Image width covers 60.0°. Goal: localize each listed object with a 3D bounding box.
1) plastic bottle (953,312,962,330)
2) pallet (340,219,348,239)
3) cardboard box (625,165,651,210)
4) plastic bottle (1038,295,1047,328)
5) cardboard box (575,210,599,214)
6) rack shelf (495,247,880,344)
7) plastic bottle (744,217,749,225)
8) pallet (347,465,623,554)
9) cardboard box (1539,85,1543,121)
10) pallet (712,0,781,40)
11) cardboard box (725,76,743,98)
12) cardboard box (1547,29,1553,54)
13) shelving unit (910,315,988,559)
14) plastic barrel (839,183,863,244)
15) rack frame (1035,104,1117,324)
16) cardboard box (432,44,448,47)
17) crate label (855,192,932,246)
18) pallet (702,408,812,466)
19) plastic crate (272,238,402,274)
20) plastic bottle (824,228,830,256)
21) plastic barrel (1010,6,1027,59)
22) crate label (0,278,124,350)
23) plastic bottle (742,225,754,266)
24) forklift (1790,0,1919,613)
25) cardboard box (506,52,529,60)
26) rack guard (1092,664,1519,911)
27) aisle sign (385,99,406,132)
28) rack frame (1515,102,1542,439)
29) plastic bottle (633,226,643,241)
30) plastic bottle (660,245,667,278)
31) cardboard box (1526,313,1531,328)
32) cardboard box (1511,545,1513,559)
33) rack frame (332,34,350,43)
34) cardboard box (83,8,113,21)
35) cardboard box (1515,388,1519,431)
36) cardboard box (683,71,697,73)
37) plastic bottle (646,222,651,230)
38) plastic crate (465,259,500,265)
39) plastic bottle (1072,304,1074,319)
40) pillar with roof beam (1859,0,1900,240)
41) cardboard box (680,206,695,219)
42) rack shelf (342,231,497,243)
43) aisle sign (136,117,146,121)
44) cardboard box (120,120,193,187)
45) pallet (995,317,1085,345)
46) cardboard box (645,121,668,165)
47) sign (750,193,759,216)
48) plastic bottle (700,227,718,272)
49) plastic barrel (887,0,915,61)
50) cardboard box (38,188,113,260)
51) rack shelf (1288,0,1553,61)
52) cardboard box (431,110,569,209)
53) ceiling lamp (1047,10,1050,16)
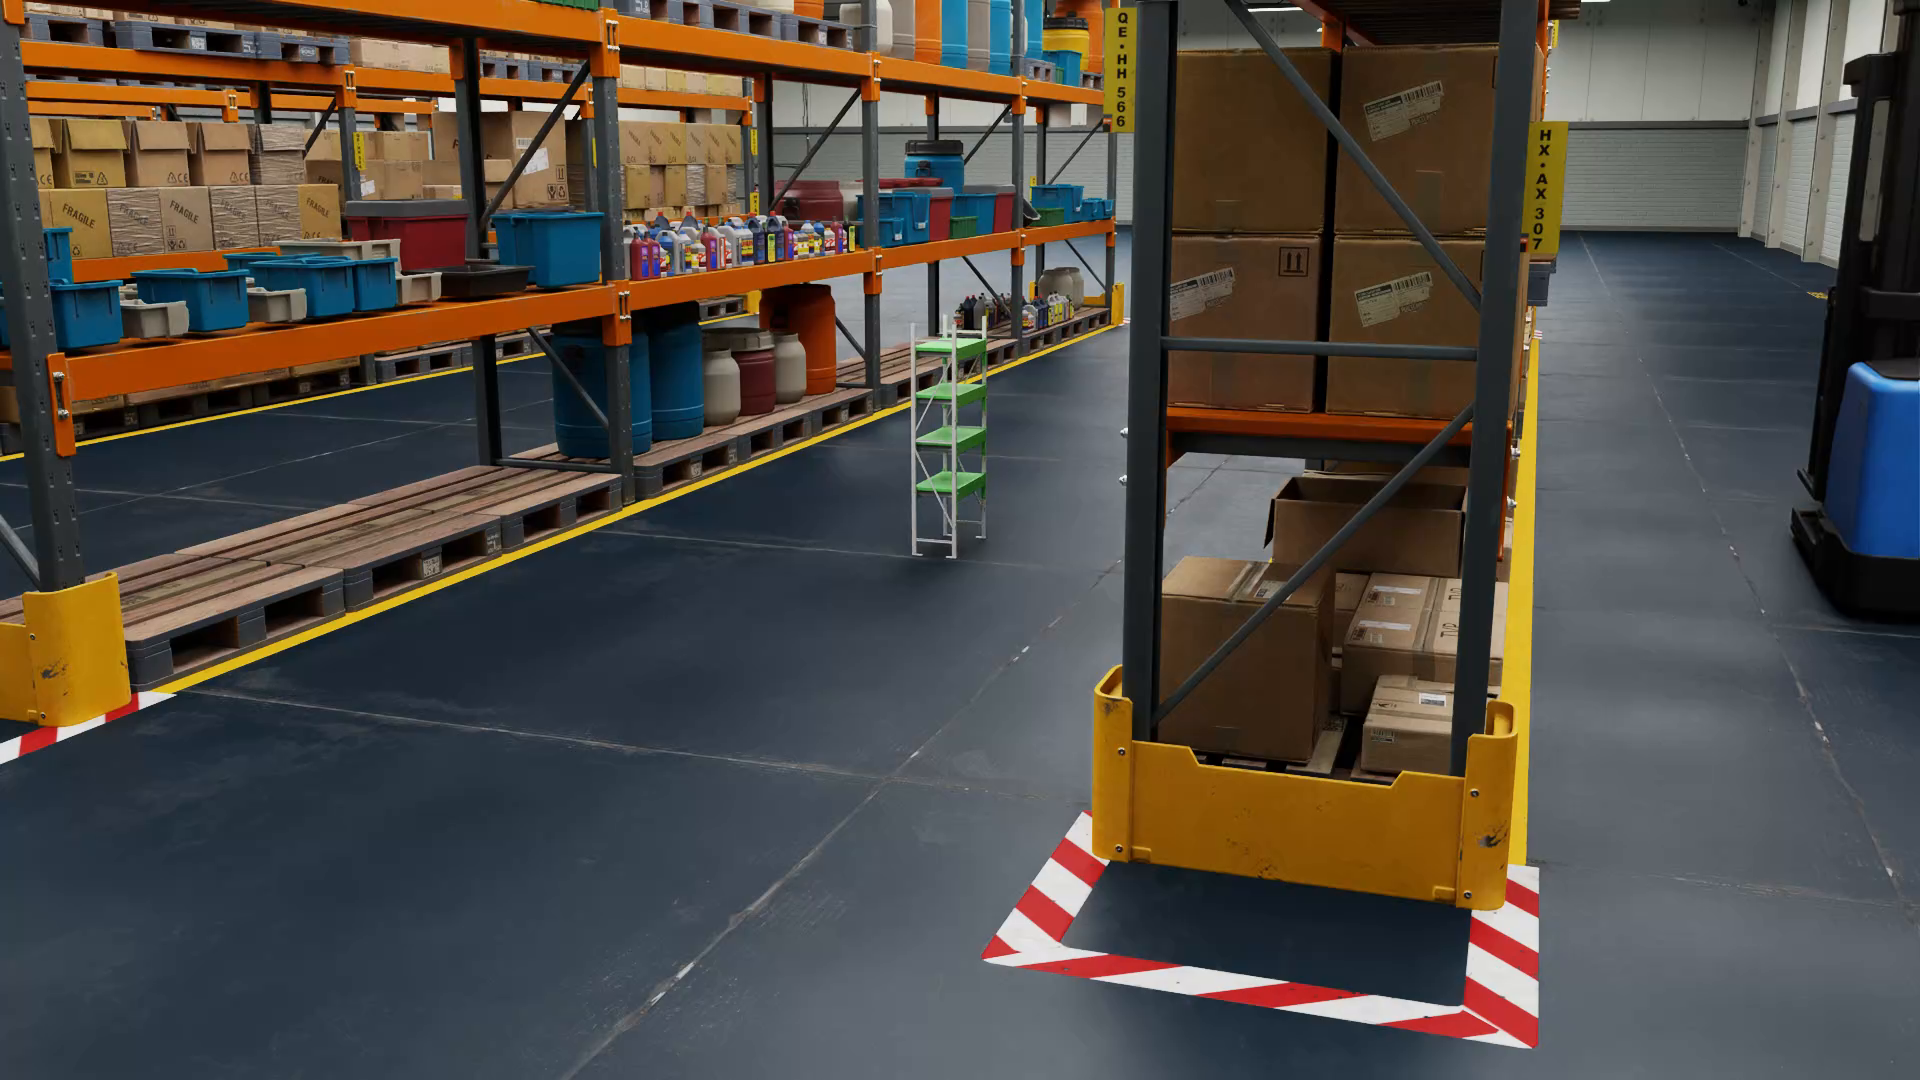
[{"bbox_3d":[-0.023,-2.340,17.798,0.097,0.201,0.097,0,13,0],"label":"plastic bottle"},{"bbox_3d":[-5.697,-2.969,15.688,1.213,0.211,1.003,4,14,18],"label":"pallet"},{"bbox_3d":[-4.133,-4.134,19.467,0.875,0.500,0.500,4,14,18],"label":"cardboard box"},{"bbox_3d":[0.869,-2.494,18.136,0.144,0.351,0.185,4,13,16],"label":"plastic bottle"},{"bbox_3d":[-4.178,-3.648,18.797,0.380,0.149,0.250,4,14,18],"label":"cardboard box"},{"bbox_3d":[-1.787,-1.777,11.648,1.077,0.370,4.000,4,14,18],"label":"rack shelf"},{"bbox_3d":[-1.649,-2.396,13.032,0.097,0.271,0.097,0,13,0],"label":"plastic bottle"},{"bbox_3d":[-2.635,-0.189,9.343,1.003,0.211,1.213,4,14,18],"label":"pallet"},{"bbox_3d":[2.170,-1.652,7.013,0.500,0.500,0.500,4,13,17],"label":"cardboard box"},{"bbox_3d":[-1.909,-3.488,11.211,1.003,0.211,1.213,4,14,18],"label":"pallet"},{"bbox_3d":[-3.154,-5.859,21.513,0.500,0.250,0.500,5,14,20],"label":"cardboard box"},{"bbox_3d":[5.831,-5.189,17.182,0.500,0.311,0.500,6,14,25],"label":"cardboard box"},{"bbox_3d":[-0.054,-0.550,8.702,0.258,1.200,0.503,4,14,18],"label":"shelving unit"},{"bbox_3d":[-1.009,-2.835,14.417,0.421,0.512,0.421,0,13,0],"label":"plastic barrel"},{"bbox_3d":[1.449,-4.233,20.793,1.000,3.000,0.127,4,14,18],"label":"rack frame"},{"bbox_3d":[-5.107,-4.953,15.860,0.500,0.500,0.500,4,13,17],"label":"cardboard box"},{"bbox_3d":[-0.563,-2.755,14.240,0.502,0.435,0.616,4,14,18],"label":"crate label"},{"bbox_3d":[-1.752,-0.764,11.861,1.003,0.211,1.213,4,14,18],"label":"pallet"},{"bbox_3d":[-3.102,-1.370,8.379,0.437,0.282,0.530,4,14,18],"label":"plastic crate"},{"bbox_3d":[-1.028,-2.244,12.524,0.097,0.201,0.097,0,13,0],"label":"plastic bottle"},{"bbox_3d":[0.480,-5.189,17.045,0.421,0.512,0.421,0,13,0],"label":"plastic barrel"},{"bbox_3d":[-3.337,-0.840,6.169,0.416,0.233,0.303,4,14,18],"label":"crate label"},{"bbox_3d":[-1.454,-2.000,11.300,0.097,0.271,0.097,0,13,0],"label":"plastic bottle"},{"bbox_3d":[4.936,-1.336,8.256,1.130,2.935,3.031,5,14,20],"label":"forklift"},{"bbox_3d":[-4.742,-5.144,17.401,0.396,0.266,0.258,5,14,20],"label":"cardboard box"},{"bbox_3d":[0.982,0.696,4.815,1.175,0.500,0.348,4,14,18],"label":"rack guard"},{"bbox_3d":[-8.159,-6.272,23.884,0.394,0.787,0.004,4,14,18],"label":"aisle sign"},{"bbox_3d":[3.546,-2.191,11.847,1.000,3.000,0.127,4,14,18],"label":"rack frame"},{"bbox_3d":[-2.163,-1.956,11.107,0.097,0.271,0.097,0,13,0],"label":"plastic bottle"},{"bbox_3d":[-1.849,-1.710,10.184,0.097,0.201,0.097,0,13,0],"label":"plastic bottle"},{"bbox_3d":[4.488,-1.745,13.866,0.500,0.311,0.500,4,14,18],"label":"cardboard box"},{"bbox_3d":[2.271,0.050,7.445,0.380,0.149,0.250,4,14,18],"label":"cardboard box"},{"bbox_3d":[-5.826,-5.830,14.308,1.000,3.000,0.127,4,14,18],"label":"rack frame"},{"bbox_3d":[-6.497,-3.910,12.259,0.380,0.149,0.250,4,13,16],"label":"cardboard box"},{"bbox_3d":[3.134,-0.753,10.176,0.500,0.500,0.500,4,13,16],"label":"cardboard box"},{"bbox_3d":[-3.460,-5.819,20.441,0.380,0.149,0.250,4,13,16],"label":"cardboard box"},{"bbox_3d":[-2.181,-2.068,11.570,0.061,0.283,0.133,4,14,18],"label":"plastic bottle"},{"bbox_3d":[-2.720,-1.519,9.361,0.396,0.136,0.243,4,14,18],"label":"plastic crate"},{"bbox_3d":[1.269,-2.665,19.223,0.097,0.201,0.097,0,13,0],"label":"plastic bottle"},{"bbox_3d":[11.224,-9.071,28.509,9.100,9.000,0.400,4,14,18],"label":"pillar with roof beam"},{"bbox_3d":[-3.521,-4.069,20.638,0.380,0.149,0.250,4,14,18],"label":"cardboard box"},{"bbox_3d":[-5.179,-2.976,16.900,1.077,0.370,4.000,4,14,18],"label":"rack shelf"},{"bbox_3d":[-12.320,-6.563,25.158,0.394,0.787,0.004,4,14,18],"label":"aisle sign"},{"bbox_3d":[-6.503,-3.011,12.962,0.797,0.503,0.637,5,14,20],"label":"cardboard box"},{"bbox_3d":[0.804,-2.427,19.149,1.003,0.211,1.213,4,14,18],"label":"pallet"},{"bbox_3d":[-3.823,-4.716,19.767,0.500,0.500,0.500,4,14,18],"label":"cardboard box"},{"bbox_3d":[-1.663,-2.666,13.562,0.100,0.325,0.005,4,14,18],"label":"sign"},{"bbox_3d":[-1.624,-1.883,10.759,0.061,0.283,0.133,4,14,18],"label":"plastic bottle"},{"bbox_3d":[-0.669,-4.413,13.712,0.600,0.901,0.600,0,13,0],"label":"plastic barrel"},{"bbox_3d":[-6.573,-2.296,12.084,0.500,0.500,0.500,4,14,18],"label":"cardboard box"},{"bbox_3d":[1.605,-2.039,6.058,1.077,0.370,4.000,4,14,18],"label":"rack shelf"},{"bbox_3d":[-4.922,-4.087,17.863,1.000,1.000,1.000,4,14,19],"label":"cardboard box"},{"bbox_3d":[1.552,-15.977,45.649,2.000,3.185,0.800,4,14,18],"label":"ceiling lamp"}]
